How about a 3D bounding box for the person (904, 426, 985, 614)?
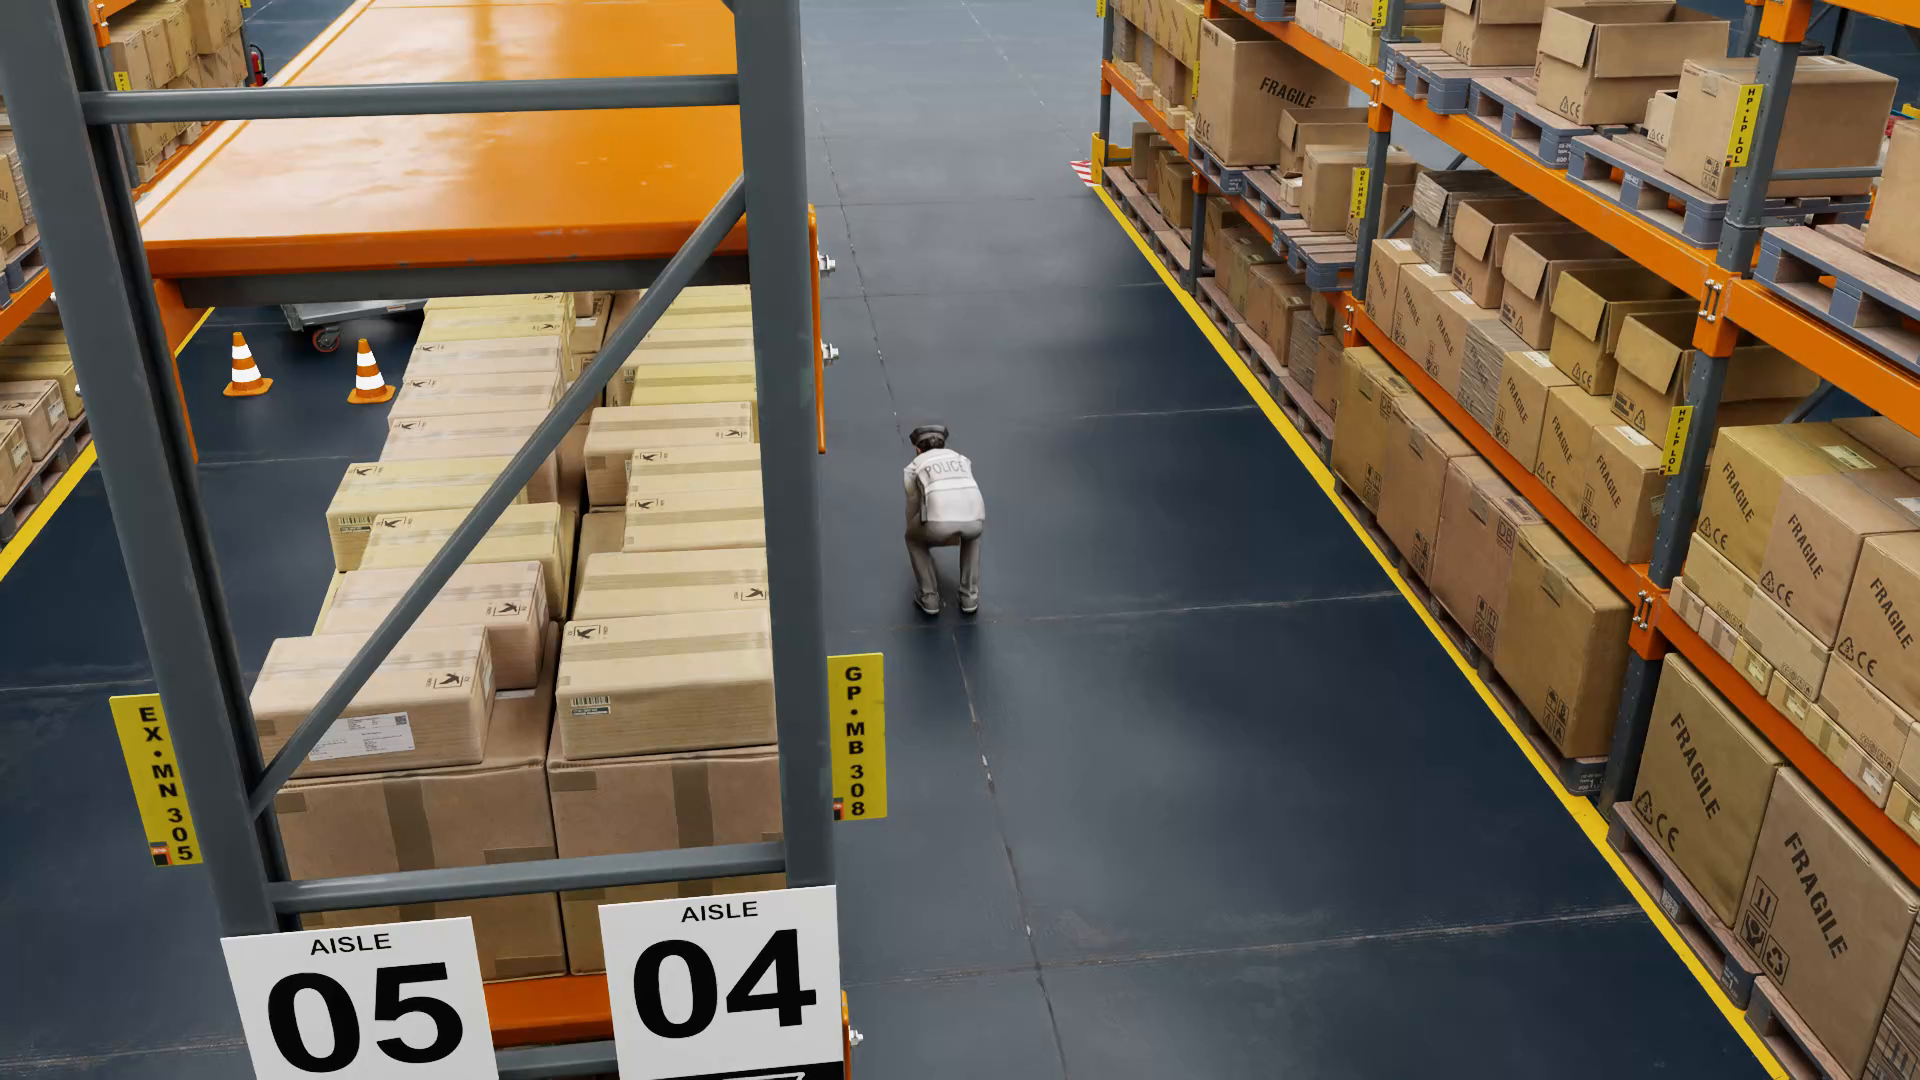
[{"bbox_3d":[-0.108,-0.122,10.062,0.467,0.991,0.917,-5,28,-10],"label":"person"}]
